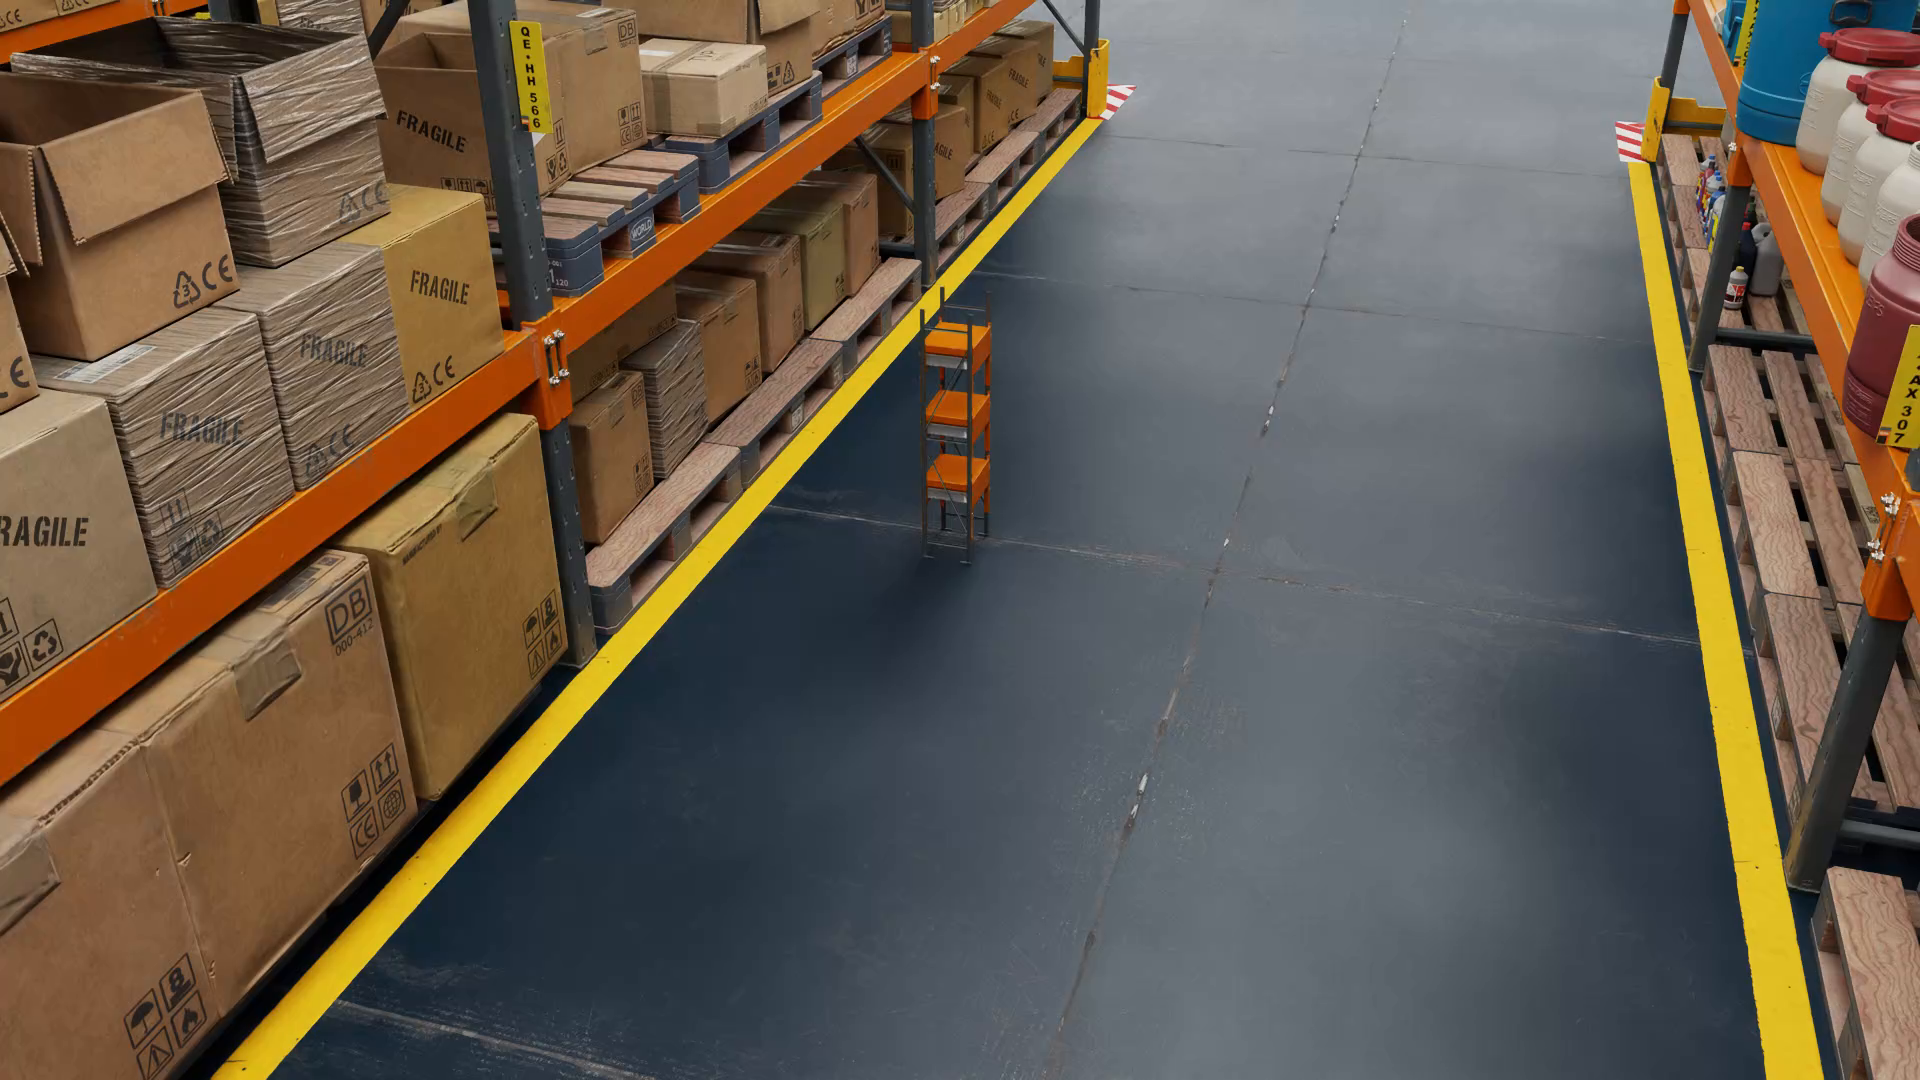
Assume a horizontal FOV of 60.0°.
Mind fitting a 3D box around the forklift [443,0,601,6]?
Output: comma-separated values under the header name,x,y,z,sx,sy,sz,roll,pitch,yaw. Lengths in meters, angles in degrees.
name,x,y,z,sx,sy,sz,roll,pitch,yaw
forklift,-2.252,-2.674,8.542,1.130,2.935,3.031,6,30,11

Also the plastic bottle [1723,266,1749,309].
name,x,y,z,sx,sy,sz,roll,pitch,yaw
plastic bottle,3.913,-1.278,8.388,0.097,0.201,0.097,0,29,0

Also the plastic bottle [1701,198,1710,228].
name,x,y,z,sx,sy,sz,roll,pitch,yaw
plastic bottle,4.290,-1.874,9.459,0.097,0.201,0.097,0,29,0

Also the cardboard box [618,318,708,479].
name,x,y,z,sx,sy,sz,roll,pitch,yaw
cardboard box,-1.476,-0.617,6.893,0.700,0.500,0.500,6,30,11

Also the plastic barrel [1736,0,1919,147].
name,x,y,z,sx,sy,sz,roll,pitch,yaw
plastic barrel,3.702,-2.178,7.065,0.600,0.901,0.708,8,30,15

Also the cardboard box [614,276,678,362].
name,x,y,z,sx,sy,sz,roll,pitch,yaw
cardboard box,-1.490,-0.935,6.692,0.500,0.250,0.500,12,31,20

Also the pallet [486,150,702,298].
name,x,y,z,sx,sy,sz,roll,pitch,yaw
pallet,-1.697,-1.206,6.030,1.213,0.211,1.003,8,30,15

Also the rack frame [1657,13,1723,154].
name,x,y,z,sx,sy,sz,roll,pitch,yaw
rack frame,5.279,-3.955,10.773,1.000,3.000,0.127,8,30,15

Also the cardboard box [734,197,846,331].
name,x,y,z,sx,sy,sz,roll,pitch,yaw
cardboard box,-0.989,-1.401,8.302,0.700,0.500,0.500,8,30,15

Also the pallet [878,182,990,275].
name,x,y,z,sx,sy,sz,roll,pitch,yaw
pallet,-0.467,-1.901,9.950,1.003,0.211,1.213,8,30,15

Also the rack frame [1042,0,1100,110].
name,x,y,z,sx,sy,sz,roll,pitch,yaw
rack frame,0.544,-4.661,12.044,1.000,3.000,0.127,8,30,15

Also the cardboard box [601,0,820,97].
name,x,y,z,sx,sy,sz,roll,pitch,yaw
cardboard box,-1.051,-2.212,7.103,0.797,0.503,0.637,12,31,20

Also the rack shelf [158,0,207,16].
name,x,y,z,sx,sy,sz,roll,pitch,yaw
rack shelf,-4.755,-4.172,11.904,1.077,0.370,4.000,8,30,15

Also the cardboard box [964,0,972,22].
name,x,y,z,sx,sy,sz,roll,pitch,yaw
cardboard box,-0.147,-2.984,9.287,0.380,0.149,0.250,8,30,15

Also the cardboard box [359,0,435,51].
name,x,y,z,sx,sy,sz,roll,pitch,yaw
cardboard box,-4.560,-3.937,12.496,0.875,0.875,0.875,8,30,14

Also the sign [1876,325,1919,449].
name,x,y,z,sx,sy,sz,roll,pitch,yaw
sign,2.403,-0.383,4.186,0.100,0.325,0.005,8,30,15

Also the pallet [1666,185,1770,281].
name,x,y,z,sx,sy,sz,roll,pitch,yaw
pallet,4.698,-1.752,9.682,1.003,0.211,1.213,8,30,15

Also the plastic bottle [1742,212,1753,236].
name,x,y,z,sx,sy,sz,roll,pitch,yaw
plastic bottle,4.075,-1.560,8.741,0.144,0.351,0.185,7,30,12

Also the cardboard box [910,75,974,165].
name,x,y,z,sx,sy,sz,roll,pitch,yaw
cardboard box,-0.206,-2.641,10.551,0.500,0.500,0.500,6,30,10

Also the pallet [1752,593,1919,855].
name,x,y,z,sx,sy,sz,roll,pitch,yaw
pallet,3.195,0.627,5.405,1.003,0.211,1.213,8,30,15

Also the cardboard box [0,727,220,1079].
name,x,y,z,sx,sy,sz,roll,pitch,yaw
cardboard box,-2.548,0.945,3.720,1.225,0.875,0.875,7,30,13

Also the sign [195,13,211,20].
name,x,y,z,sx,sy,sz,roll,pitch,yaw
sign,-2.326,-1.488,5.230,0.100,0.325,0.005,8,30,15

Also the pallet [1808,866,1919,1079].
name,x,y,z,sx,sy,sz,roll,pitch,yaw
pallet,2.739,1.354,4.099,1.003,0.211,1.213,8,30,15

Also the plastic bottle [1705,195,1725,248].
name,x,y,z,sx,sy,sz,roll,pitch,yaw
plastic bottle,4.221,-1.752,9.164,0.152,0.276,0.135,9,30,16

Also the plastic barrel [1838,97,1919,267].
name,x,y,z,sx,sy,sz,roll,pitch,yaw
plastic barrel,3.272,-1.200,5.681,0.433,0.535,0.433,0,29,0

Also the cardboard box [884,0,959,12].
name,x,y,z,sx,sy,sz,roll,pitch,yaw
cardboard box,-0.439,-3.176,8.966,0.875,0.500,0.500,8,30,15

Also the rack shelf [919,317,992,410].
name,x,y,z,sx,sy,sz,roll,pitch,yaw
rack shelf,-0.016,-0.673,6.317,0.215,0.259,0.240,8,30,15

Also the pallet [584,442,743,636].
name,x,y,z,sx,sy,sz,roll,pitch,yaw
pallet,-1.573,-0.088,6.691,1.003,0.211,1.213,8,30,15

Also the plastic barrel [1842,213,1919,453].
name,x,y,z,sx,sy,sz,roll,pitch,yaw
plastic barrel,2.777,-0.555,4.522,0.600,0.536,0.708,8,30,15

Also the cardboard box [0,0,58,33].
name,x,y,z,sx,sy,sz,roll,pitch,yaw
cardboard box,-5.388,-3.085,9.108,0.500,0.500,0.500,8,30,14

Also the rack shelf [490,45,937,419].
name,x,y,z,sx,sy,sz,roll,pitch,yaw
rack shelf,-1.217,-1.559,7.206,1.077,0.370,4.000,8,30,15

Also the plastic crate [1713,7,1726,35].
name,x,y,z,sx,sy,sz,roll,pitch,yaw
plastic crate,4.339,-2.771,8.917,0.530,0.136,0.437,8,30,15

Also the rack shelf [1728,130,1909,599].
name,x,y,z,sx,sy,sz,roll,pitch,yaw
rack shelf,3.518,-0.852,5.936,1.077,0.370,4.000,8,30,15

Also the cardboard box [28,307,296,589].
name,x,y,z,sx,sy,sz,roll,pitch,yaw
cardboard box,-2.013,-0.250,4.011,0.500,0.500,0.500,8,30,13

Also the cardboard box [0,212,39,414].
name,x,y,z,sx,sy,sz,roll,pitch,yaw
cardboard box,-2.419,-0.473,3.380,0.797,0.503,0.637,9,30,16

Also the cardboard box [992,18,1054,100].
name,x,y,z,sx,sy,sz,roll,pitch,yaw
cardboard box,0.345,-3.465,12.032,0.500,0.500,0.500,14,32,24

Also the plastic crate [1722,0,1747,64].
name,x,y,z,sx,sy,sz,roll,pitch,yaw
plastic crate,4.170,-2.584,8.462,0.499,0.251,0.616,8,30,15

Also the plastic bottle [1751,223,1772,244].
name,x,y,z,sx,sy,sz,roll,pitch,yaw
plastic bottle,4.224,-1.518,8.742,0.152,0.276,0.135,8,30,15

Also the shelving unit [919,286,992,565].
name,x,y,z,sx,sy,sz,roll,pitch,yaw
shelving unit,-0.016,-0.434,6.450,0.215,1.050,0.252,8,30,15

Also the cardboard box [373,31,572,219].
name,x,y,z,sx,sy,sz,roll,pitch,yaw
cardboard box,-1.684,-1.427,5.696,0.500,0.500,0.500,5,29,9

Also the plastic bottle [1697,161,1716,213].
name,x,y,z,sx,sy,sz,roll,pitch,yaw
plastic bottle,4.365,-2.059,9.707,0.061,0.283,0.133,9,30,16
